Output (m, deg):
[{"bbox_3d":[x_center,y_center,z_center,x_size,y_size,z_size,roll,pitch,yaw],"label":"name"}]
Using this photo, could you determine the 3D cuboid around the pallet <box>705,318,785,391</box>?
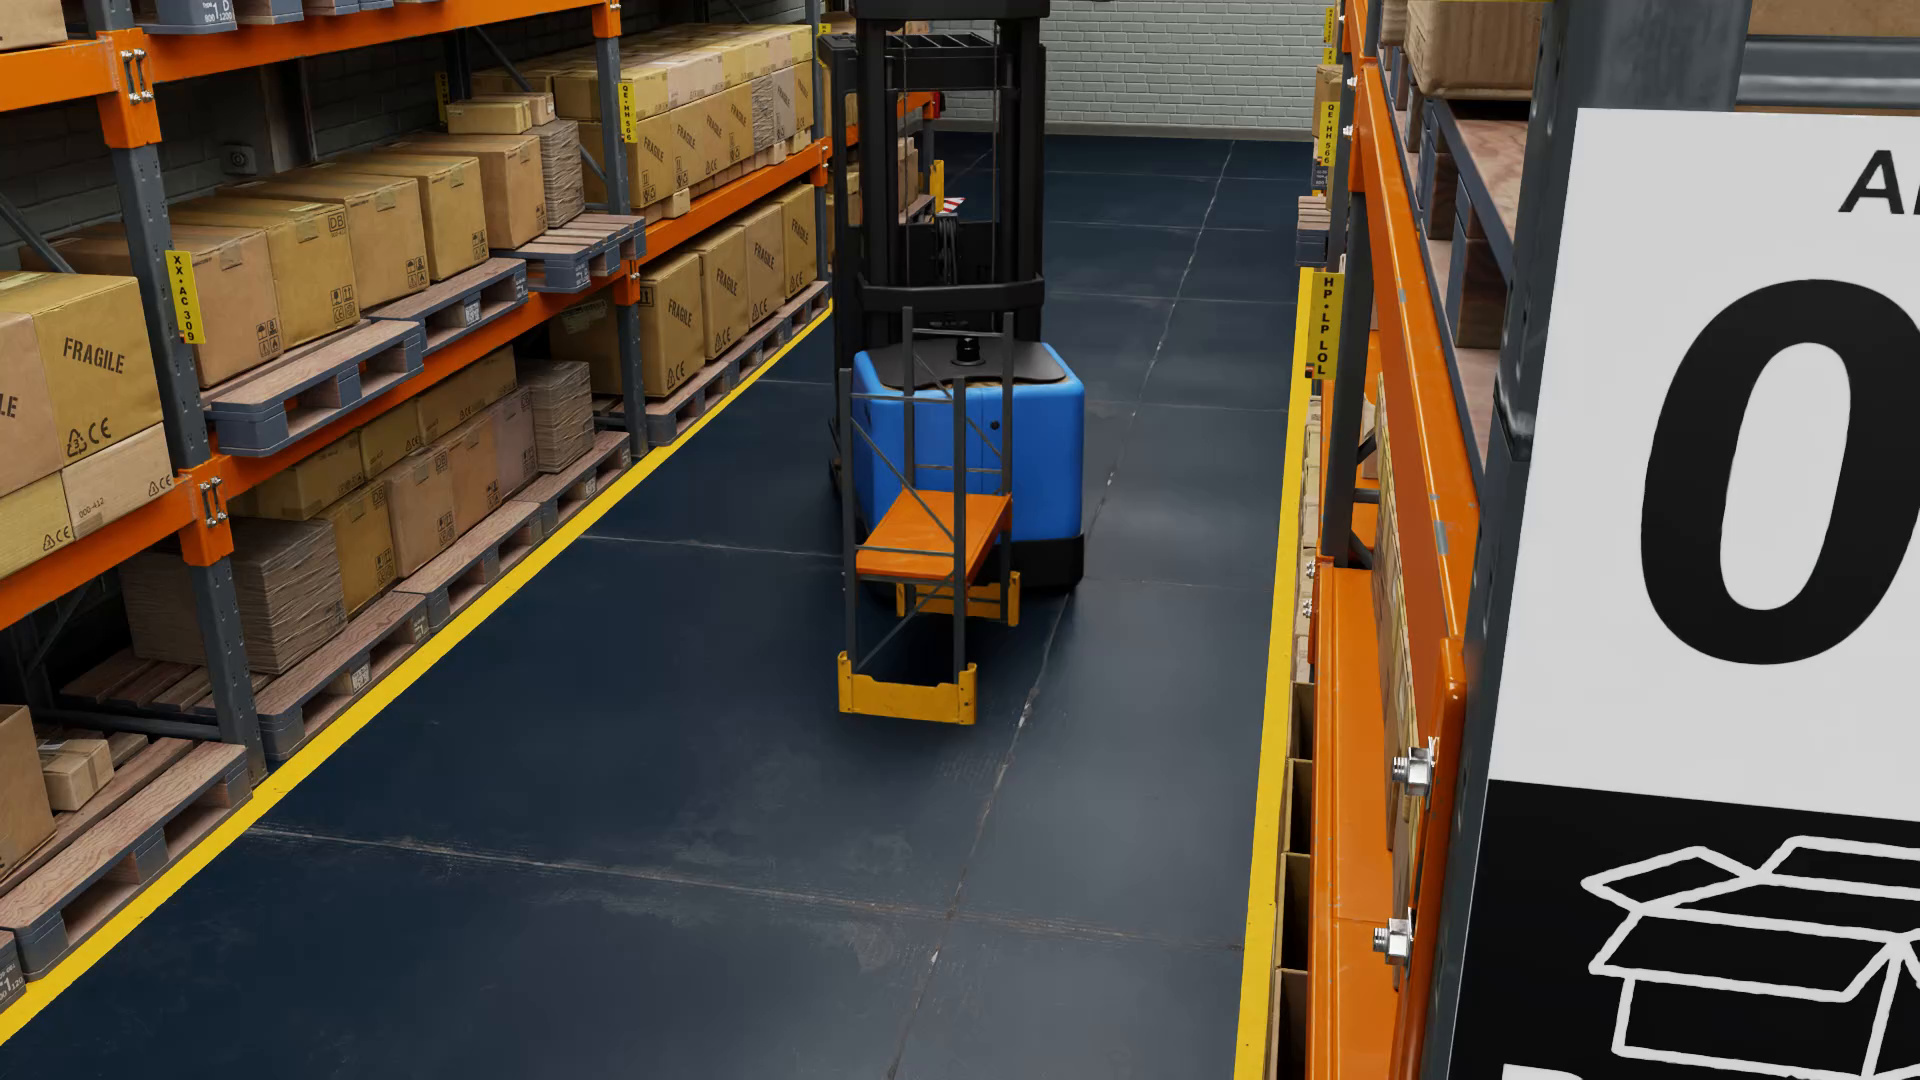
[{"bbox_3d":[-1.920,-1.374,11.982,1.003,0.211,1.213,4,22,11],"label":"pallet"}]

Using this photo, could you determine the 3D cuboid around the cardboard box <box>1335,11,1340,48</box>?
[{"bbox_3d":[3.111,-3.741,12.656,0.500,0.500,0.500,5,22,11],"label":"cardboard box"}]

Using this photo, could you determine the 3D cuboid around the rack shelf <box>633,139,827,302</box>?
[{"bbox_3d":[-1.997,-2.338,11.606,1.077,0.370,4.000,4,22,11],"label":"rack shelf"}]

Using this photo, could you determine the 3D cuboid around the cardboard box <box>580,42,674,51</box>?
[{"bbox_3d":[-2.246,-3.230,11.295,0.500,0.250,0.500,4,22,10],"label":"cardboard box"}]

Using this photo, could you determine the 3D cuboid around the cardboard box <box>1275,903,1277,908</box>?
[{"bbox_3d":[1.237,1.126,5.160,0.500,0.250,0.500,4,22,11],"label":"cardboard box"}]

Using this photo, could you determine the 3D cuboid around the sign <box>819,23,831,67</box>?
[{"bbox_3d":[-1.056,-3.865,12.992,0.100,0.325,0.005,4,22,11],"label":"sign"}]

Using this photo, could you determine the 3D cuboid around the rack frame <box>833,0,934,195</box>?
[{"bbox_3d":[-0.773,-4.866,16.920,1.000,3.000,0.127,4,22,11],"label":"rack frame"}]

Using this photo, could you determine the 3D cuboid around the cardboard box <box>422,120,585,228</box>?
[{"bbox_3d":[-2.492,-2.018,9.126,0.700,0.500,0.500,2,22,5],"label":"cardboard box"}]

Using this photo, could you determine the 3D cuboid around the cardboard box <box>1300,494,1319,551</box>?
[{"bbox_3d":[1.741,-0.007,7.223,0.500,0.311,0.500,4,22,10],"label":"cardboard box"}]

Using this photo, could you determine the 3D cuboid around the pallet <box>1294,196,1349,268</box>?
[{"bbox_3d":[2.514,-1.728,9.386,1.213,0.211,1.003,4,22,11],"label":"pallet"}]

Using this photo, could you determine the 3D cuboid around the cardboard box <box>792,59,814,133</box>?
[{"bbox_3d":[-1.437,-3.408,12.743,0.500,0.500,0.500,4,22,10],"label":"cardboard box"}]

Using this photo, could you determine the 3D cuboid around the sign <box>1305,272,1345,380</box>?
[{"bbox_3d":[1.095,-0.639,4.981,0.100,0.325,0.005,4,22,11],"label":"sign"}]

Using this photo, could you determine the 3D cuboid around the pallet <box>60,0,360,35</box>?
[{"bbox_3d":[-2.991,-1.999,6.038,1.213,0.211,1.003,4,22,11],"label":"pallet"}]

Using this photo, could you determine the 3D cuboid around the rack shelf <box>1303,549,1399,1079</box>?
[{"bbox_3d":[1.221,0.964,3.407,1.077,0.370,4.000,4,22,11],"label":"rack shelf"}]

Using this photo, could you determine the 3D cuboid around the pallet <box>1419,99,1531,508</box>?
[{"bbox_3d":[0.982,-0.245,1.550,1.003,0.211,1.213,4,22,11],"label":"pallet"}]

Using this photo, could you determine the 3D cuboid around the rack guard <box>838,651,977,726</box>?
[{"bbox_3d":[-0.220,0.621,6.977,0.587,0.250,0.087,5,22,11],"label":"rack guard"}]

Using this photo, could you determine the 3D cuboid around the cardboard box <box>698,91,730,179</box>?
[{"bbox_3d":[-1.837,-2.664,10.894,0.500,0.500,0.500,4,22,11],"label":"cardboard box"}]

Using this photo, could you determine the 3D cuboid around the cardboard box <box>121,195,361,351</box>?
[{"bbox_3d":[-2.963,-1.115,6.884,0.700,0.500,0.500,7,23,16],"label":"cardboard box"}]

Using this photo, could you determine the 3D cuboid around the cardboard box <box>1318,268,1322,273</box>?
[{"bbox_3d":[2.924,-1.913,12.345,0.500,0.500,0.500,3,22,8],"label":"cardboard box"}]

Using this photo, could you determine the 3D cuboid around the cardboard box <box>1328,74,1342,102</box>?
[{"bbox_3d":[2.867,-2.855,11.232,0.700,0.500,0.500,8,23,19],"label":"cardboard box"}]

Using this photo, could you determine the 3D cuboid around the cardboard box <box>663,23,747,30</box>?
[{"bbox_3d":[-1.938,-3.796,12.701,0.500,0.250,0.500,5,23,13],"label":"cardboard box"}]

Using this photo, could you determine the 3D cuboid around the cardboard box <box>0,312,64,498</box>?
[{"bbox_3d":[-3.112,-0.385,4.965,0.500,0.500,0.500,4,22,11],"label":"cardboard box"}]

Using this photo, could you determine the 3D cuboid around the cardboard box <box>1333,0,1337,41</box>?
[{"bbox_3d":[3.522,-4.483,14.497,0.500,0.500,0.500,5,22,12],"label":"cardboard box"}]

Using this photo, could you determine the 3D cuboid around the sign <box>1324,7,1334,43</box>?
[{"bbox_3d":[3.546,-4.932,15.926,0.100,0.325,0.005,4,22,11],"label":"sign"}]

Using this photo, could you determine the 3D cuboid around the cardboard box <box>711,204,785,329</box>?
[{"bbox_3d":[-1.773,-2.027,12.188,0.750,0.750,0.750,5,23,13],"label":"cardboard box"}]

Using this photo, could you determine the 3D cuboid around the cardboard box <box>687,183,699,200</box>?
[{"bbox_3d":[-1.939,-2.315,10.895,0.380,0.149,0.250,5,22,12],"label":"cardboard box"}]

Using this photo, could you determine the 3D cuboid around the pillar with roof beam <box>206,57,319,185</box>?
[{"bbox_3d":[0.697,-3.985,6.703,9.100,9.000,0.400,4,22,11],"label":"pillar with roof beam"}]

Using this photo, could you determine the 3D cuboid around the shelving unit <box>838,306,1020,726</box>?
[{"bbox_3d":[-0.115,-0.140,7.195,0.587,1.500,1.083,5,22,11],"label":"shelving unit"}]

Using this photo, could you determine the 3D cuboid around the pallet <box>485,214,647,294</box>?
[{"bbox_3d":[-2.447,-1.582,9.024,1.213,0.211,1.003,4,22,11],"label":"pallet"}]

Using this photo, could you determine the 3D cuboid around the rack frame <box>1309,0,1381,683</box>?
[{"bbox_3d":[1.629,-0.101,5.089,1.000,3.000,0.127,4,22,11],"label":"rack frame"}]

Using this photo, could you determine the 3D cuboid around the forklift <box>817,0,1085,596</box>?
[{"bbox_3d":[-0.153,-1.606,8.918,1.130,2.935,3.031,-4,22,-9],"label":"forklift"}]

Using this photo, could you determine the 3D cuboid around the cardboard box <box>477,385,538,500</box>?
[{"bbox_3d":[-2.720,-0.538,8.930,0.700,0.500,0.500,4,22,11],"label":"cardboard box"}]

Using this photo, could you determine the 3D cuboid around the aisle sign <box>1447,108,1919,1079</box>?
[{"bbox_3d":[0.511,0.158,0.966,0.394,0.787,0.004,4,22,11],"label":"aisle sign"}]

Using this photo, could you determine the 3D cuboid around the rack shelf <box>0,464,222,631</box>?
[{"bbox_3d":[-3.630,0.588,4.341,1.077,0.370,4.000,4,22,11],"label":"rack shelf"}]

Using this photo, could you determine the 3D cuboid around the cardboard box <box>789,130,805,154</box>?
[{"bbox_3d":[-1.409,-3.056,12.736,0.380,0.149,0.250,5,22,12],"label":"cardboard box"}]

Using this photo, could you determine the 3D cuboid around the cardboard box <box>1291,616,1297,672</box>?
[{"bbox_3d":[1.638,0.434,6.879,0.500,0.250,0.500,5,22,12],"label":"cardboard box"}]

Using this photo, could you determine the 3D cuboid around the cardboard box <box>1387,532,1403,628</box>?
[{"bbox_3d":[1.125,0.107,3.570,0.380,0.149,0.250,4,22,9],"label":"cardboard box"}]

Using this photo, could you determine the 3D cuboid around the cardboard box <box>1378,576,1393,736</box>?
[{"bbox_3d":[1.443,0.209,4.186,0.700,0.500,0.500,4,22,10],"label":"cardboard box"}]

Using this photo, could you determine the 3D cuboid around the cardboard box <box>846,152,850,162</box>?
[{"bbox_3d":[-1.245,-3.535,15.532,0.380,0.149,0.250,5,22,11],"label":"cardboard box"}]

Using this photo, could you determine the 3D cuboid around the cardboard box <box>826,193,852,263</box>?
[{"bbox_3d":[-1.336,-2.704,14.336,0.700,0.500,0.500,5,22,12],"label":"cardboard box"}]

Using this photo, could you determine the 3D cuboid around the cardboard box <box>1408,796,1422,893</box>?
[{"bbox_3d":[0.915,0.483,2.636,0.380,0.149,0.250,5,23,13],"label":"cardboard box"}]

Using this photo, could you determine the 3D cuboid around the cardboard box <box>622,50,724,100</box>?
[{"bbox_3d":[-1.853,-3.008,10.743,0.500,0.250,0.500,5,22,11],"label":"cardboard box"}]

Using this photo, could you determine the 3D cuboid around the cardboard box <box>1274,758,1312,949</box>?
[{"bbox_3d":[1.133,0.961,4.566,0.500,0.500,0.500,4,22,11],"label":"cardboard box"}]

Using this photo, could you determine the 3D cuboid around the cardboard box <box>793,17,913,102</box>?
[{"bbox_3d":[-1.005,-4.551,15.736,0.980,0.700,0.700,4,22,10],"label":"cardboard box"}]

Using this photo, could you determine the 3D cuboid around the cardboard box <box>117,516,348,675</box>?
[{"bbox_3d":[-3.088,0.208,7.079,0.700,0.500,0.500,5,23,13],"label":"cardboard box"}]

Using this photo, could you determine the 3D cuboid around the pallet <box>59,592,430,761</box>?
[{"bbox_3d":[-3.064,0.532,7.251,1.003,0.211,1.213,4,22,11],"label":"pallet"}]

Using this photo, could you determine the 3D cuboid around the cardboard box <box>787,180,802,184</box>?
[{"bbox_3d":[-1.560,-2.967,14.120,0.380,0.149,0.250,4,22,11],"label":"cardboard box"}]

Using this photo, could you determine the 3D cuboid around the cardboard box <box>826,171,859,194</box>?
[{"bbox_3d":[-1.088,-3.116,14.491,0.380,0.149,0.250,5,23,13],"label":"cardboard box"}]

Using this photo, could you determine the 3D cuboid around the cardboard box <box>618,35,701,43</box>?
[{"bbox_3d":[-2.136,-3.420,11.768,0.500,0.250,0.500,4,22,9],"label":"cardboard box"}]

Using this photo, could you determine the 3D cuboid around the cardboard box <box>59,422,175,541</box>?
[{"bbox_3d":[-3.022,-0.220,5.560,0.500,0.250,0.500,5,22,11],"label":"cardboard box"}]

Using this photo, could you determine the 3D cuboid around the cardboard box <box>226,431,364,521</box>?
[{"bbox_3d":[-3.001,-0.301,7.340,0.500,0.250,0.500,4,22,10],"label":"cardboard box"}]

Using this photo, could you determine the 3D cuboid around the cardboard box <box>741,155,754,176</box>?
[{"bbox_3d":[-1.683,-2.689,11.825,0.380,0.149,0.250,4,22,9],"label":"cardboard box"}]

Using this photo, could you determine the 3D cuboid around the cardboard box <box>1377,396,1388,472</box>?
[{"bbox_3d":[1.333,-0.273,4.513,0.380,0.149,0.250,5,22,12],"label":"cardboard box"}]
